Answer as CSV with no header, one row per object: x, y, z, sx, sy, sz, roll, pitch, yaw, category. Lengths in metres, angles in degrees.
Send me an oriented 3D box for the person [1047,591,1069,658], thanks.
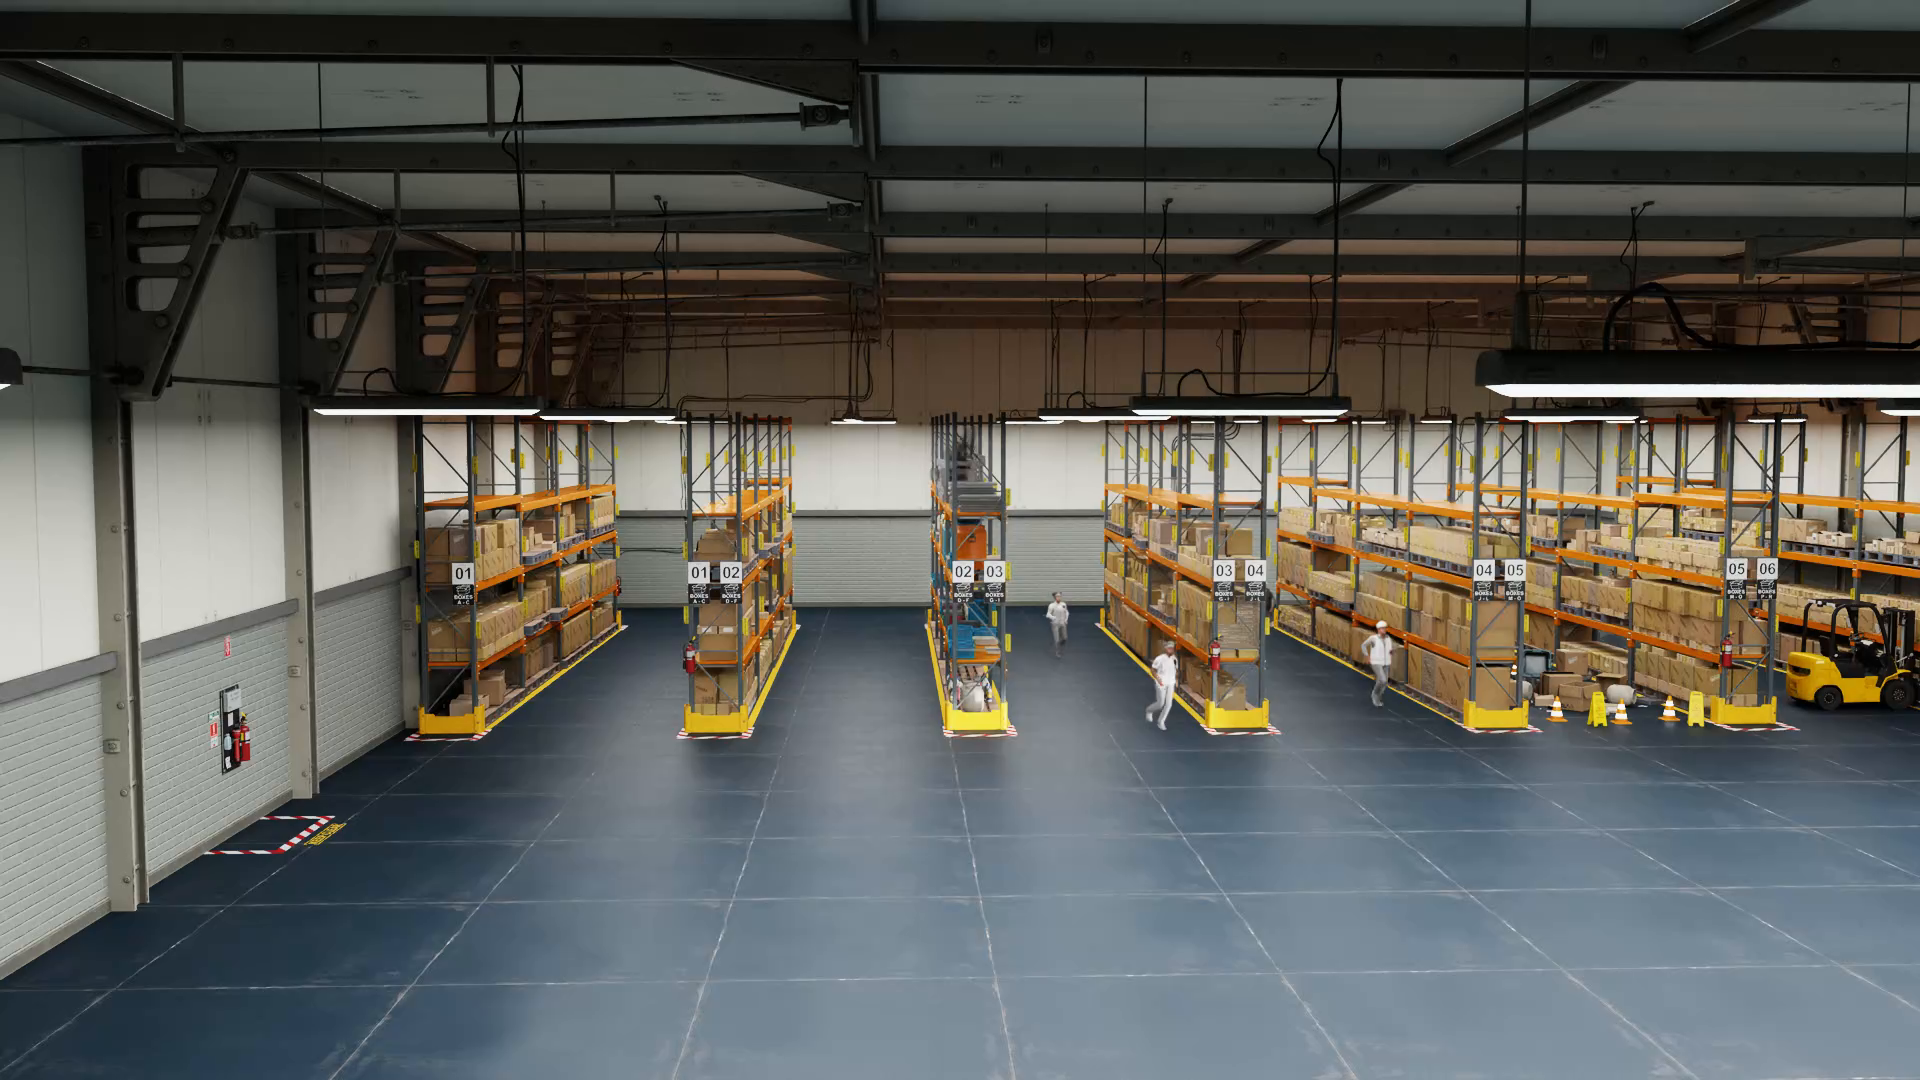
2.459,2.094,41.124,0.605,1.648,0.547,-1,4,-15,person

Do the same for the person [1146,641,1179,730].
3.919,2.749,31.752,0.599,1.669,0.632,-2,4,-22,person

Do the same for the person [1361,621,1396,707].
8.591,2.530,33.886,0.644,1.751,0.642,-1,4,-20,person

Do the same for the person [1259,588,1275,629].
8.050,1.887,44.259,0.694,1.686,0.588,0,4,-7,person
